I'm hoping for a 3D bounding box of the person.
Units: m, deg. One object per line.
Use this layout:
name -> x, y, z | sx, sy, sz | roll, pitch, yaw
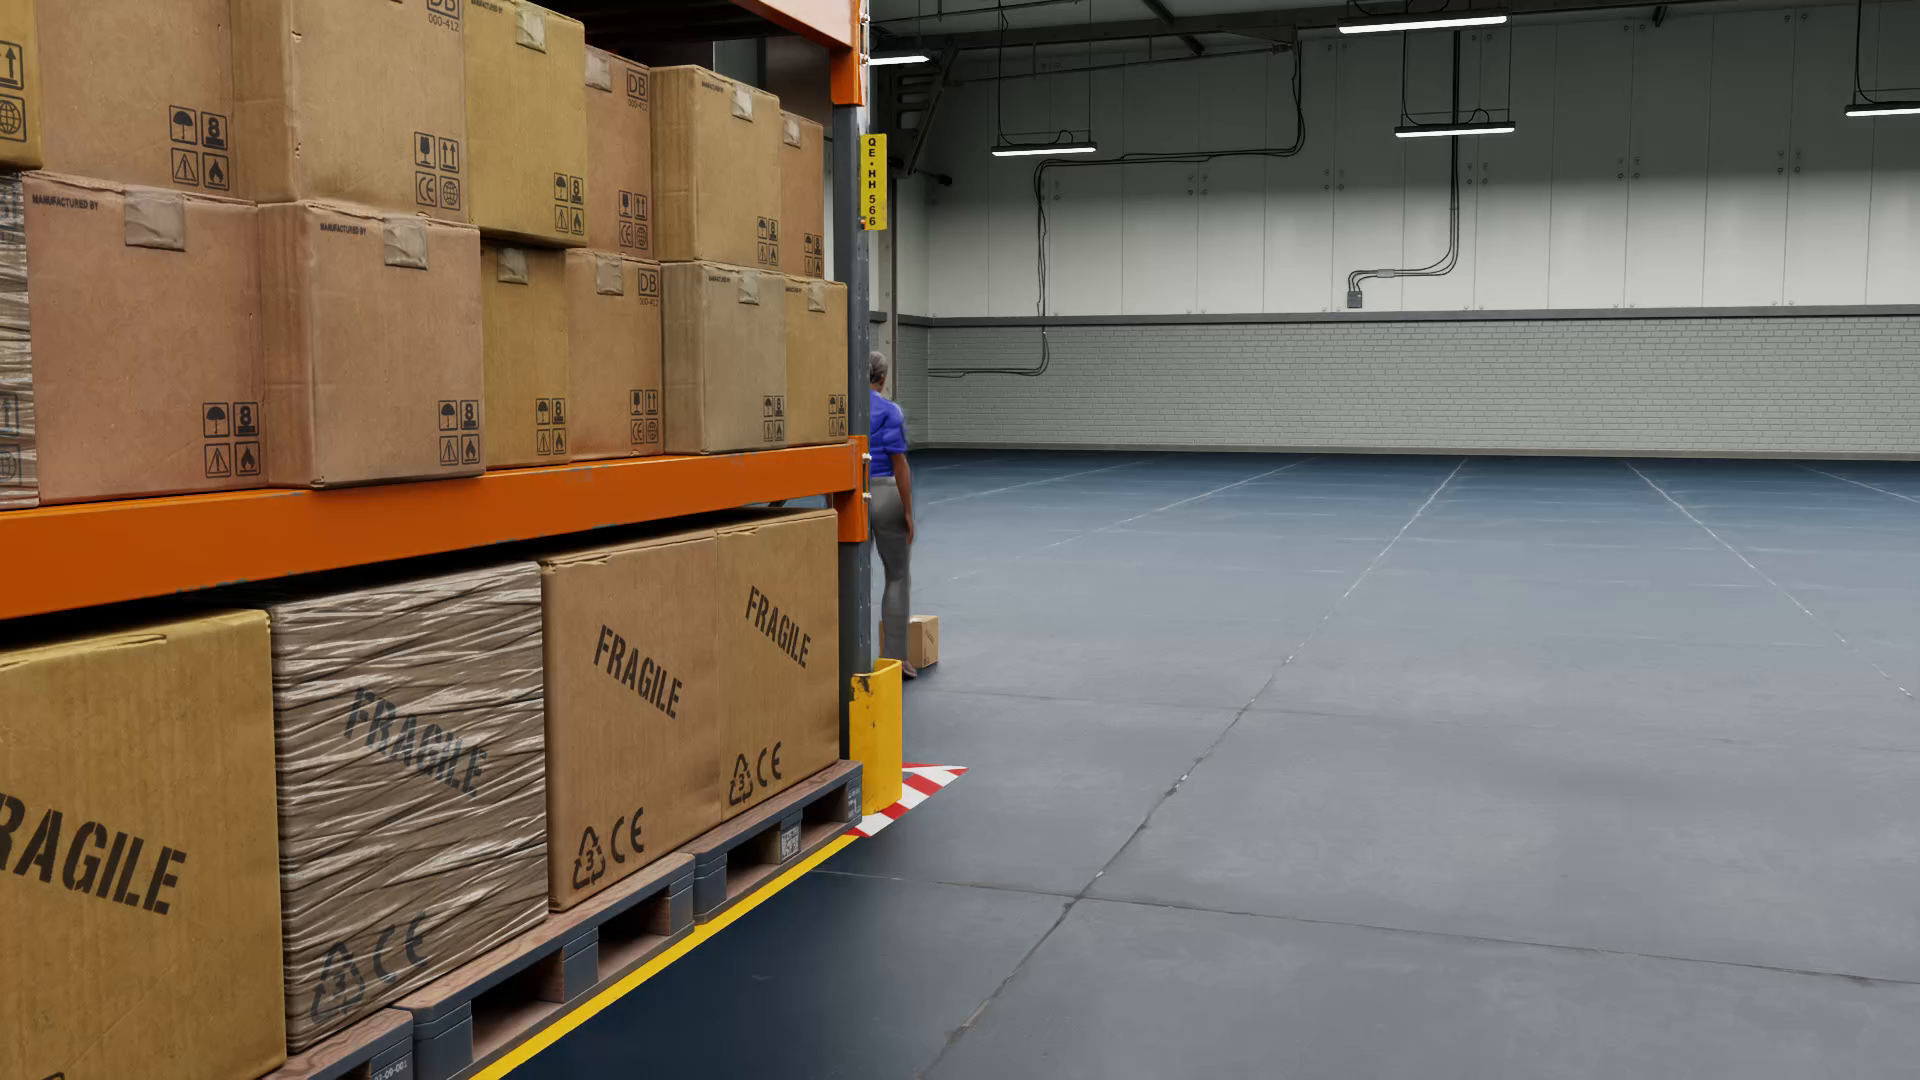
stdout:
person -> -0.442, -0.116, 8.498 | 0.525, 1.692, 0.373 | 2, 6, 20
